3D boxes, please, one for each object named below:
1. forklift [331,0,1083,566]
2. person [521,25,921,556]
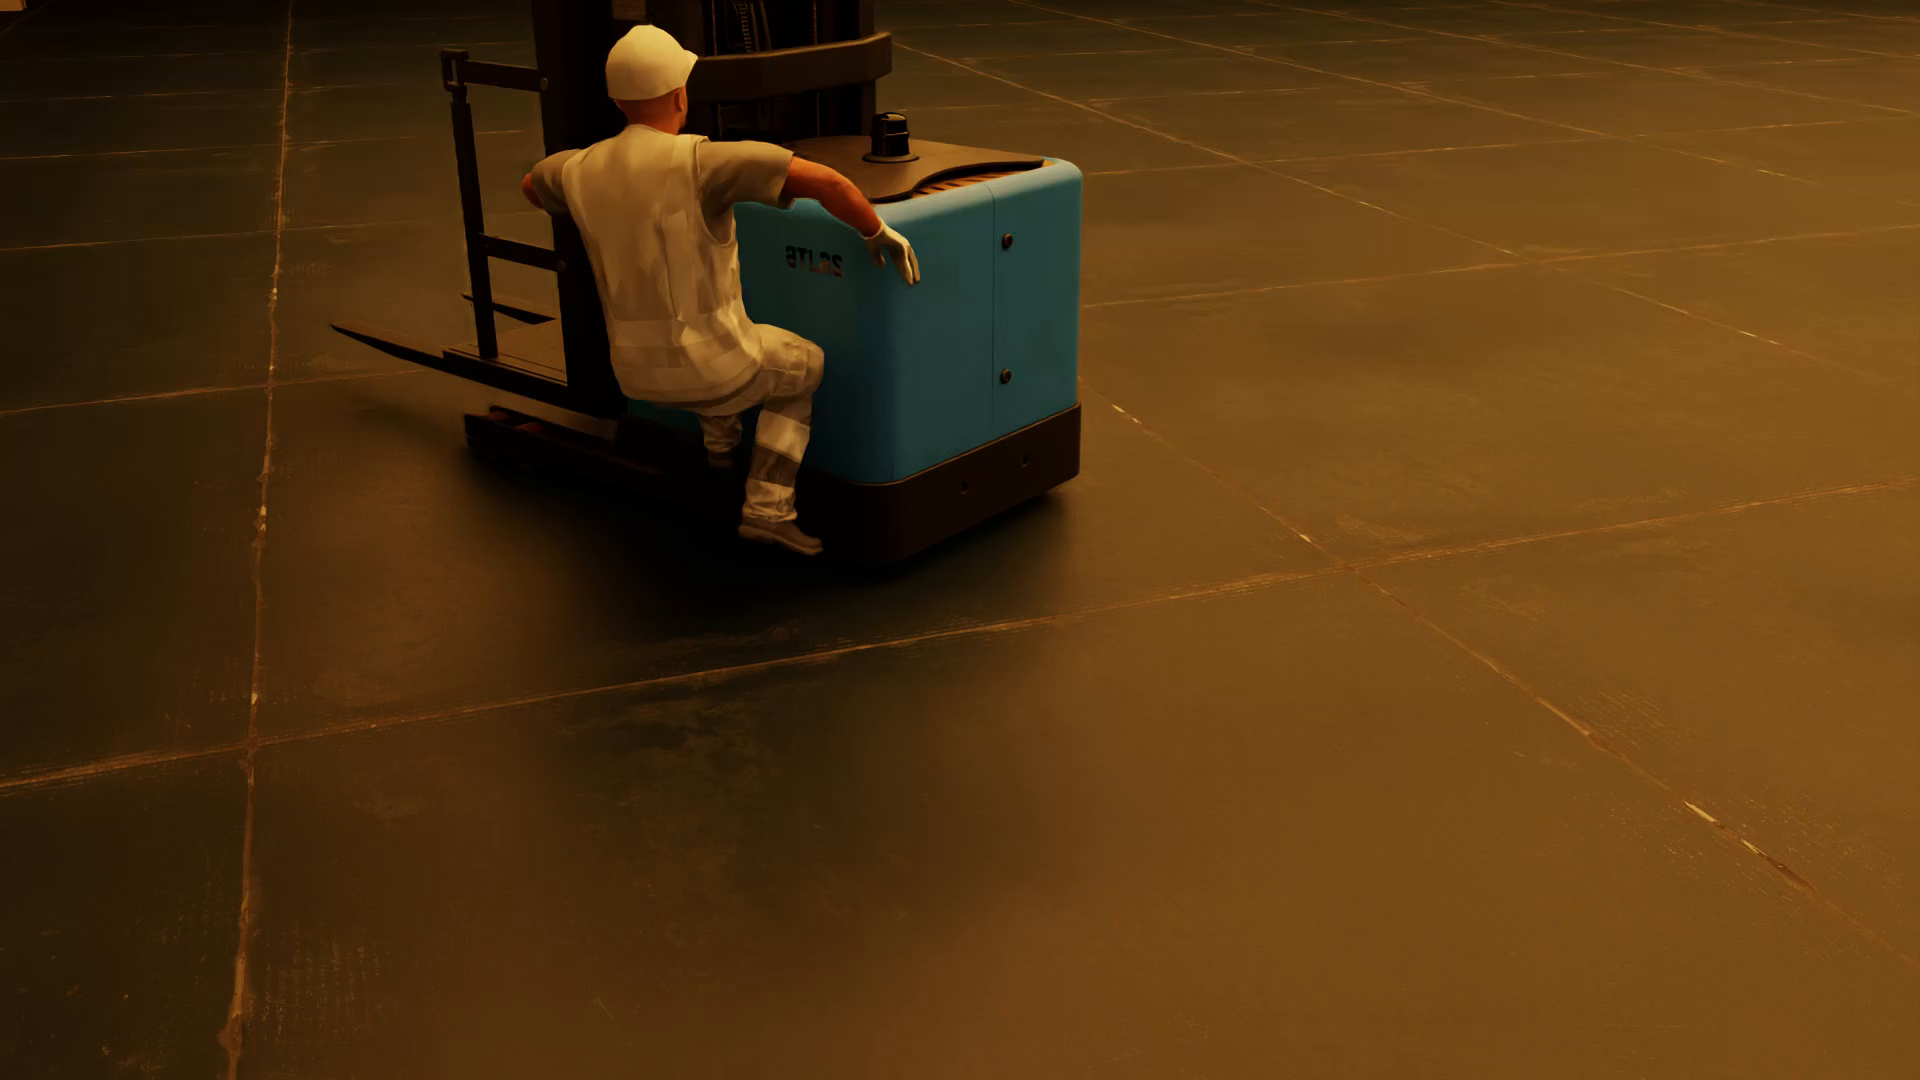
[{"bbox_3d":[-1.077,-1.725,5.400,3.031,2.935,1.130,17,28,35],"label":"forklift"},{"bbox_3d":[-0.623,-0.643,4.527,1.136,1.499,0.860,7,24,17],"label":"person"}]
